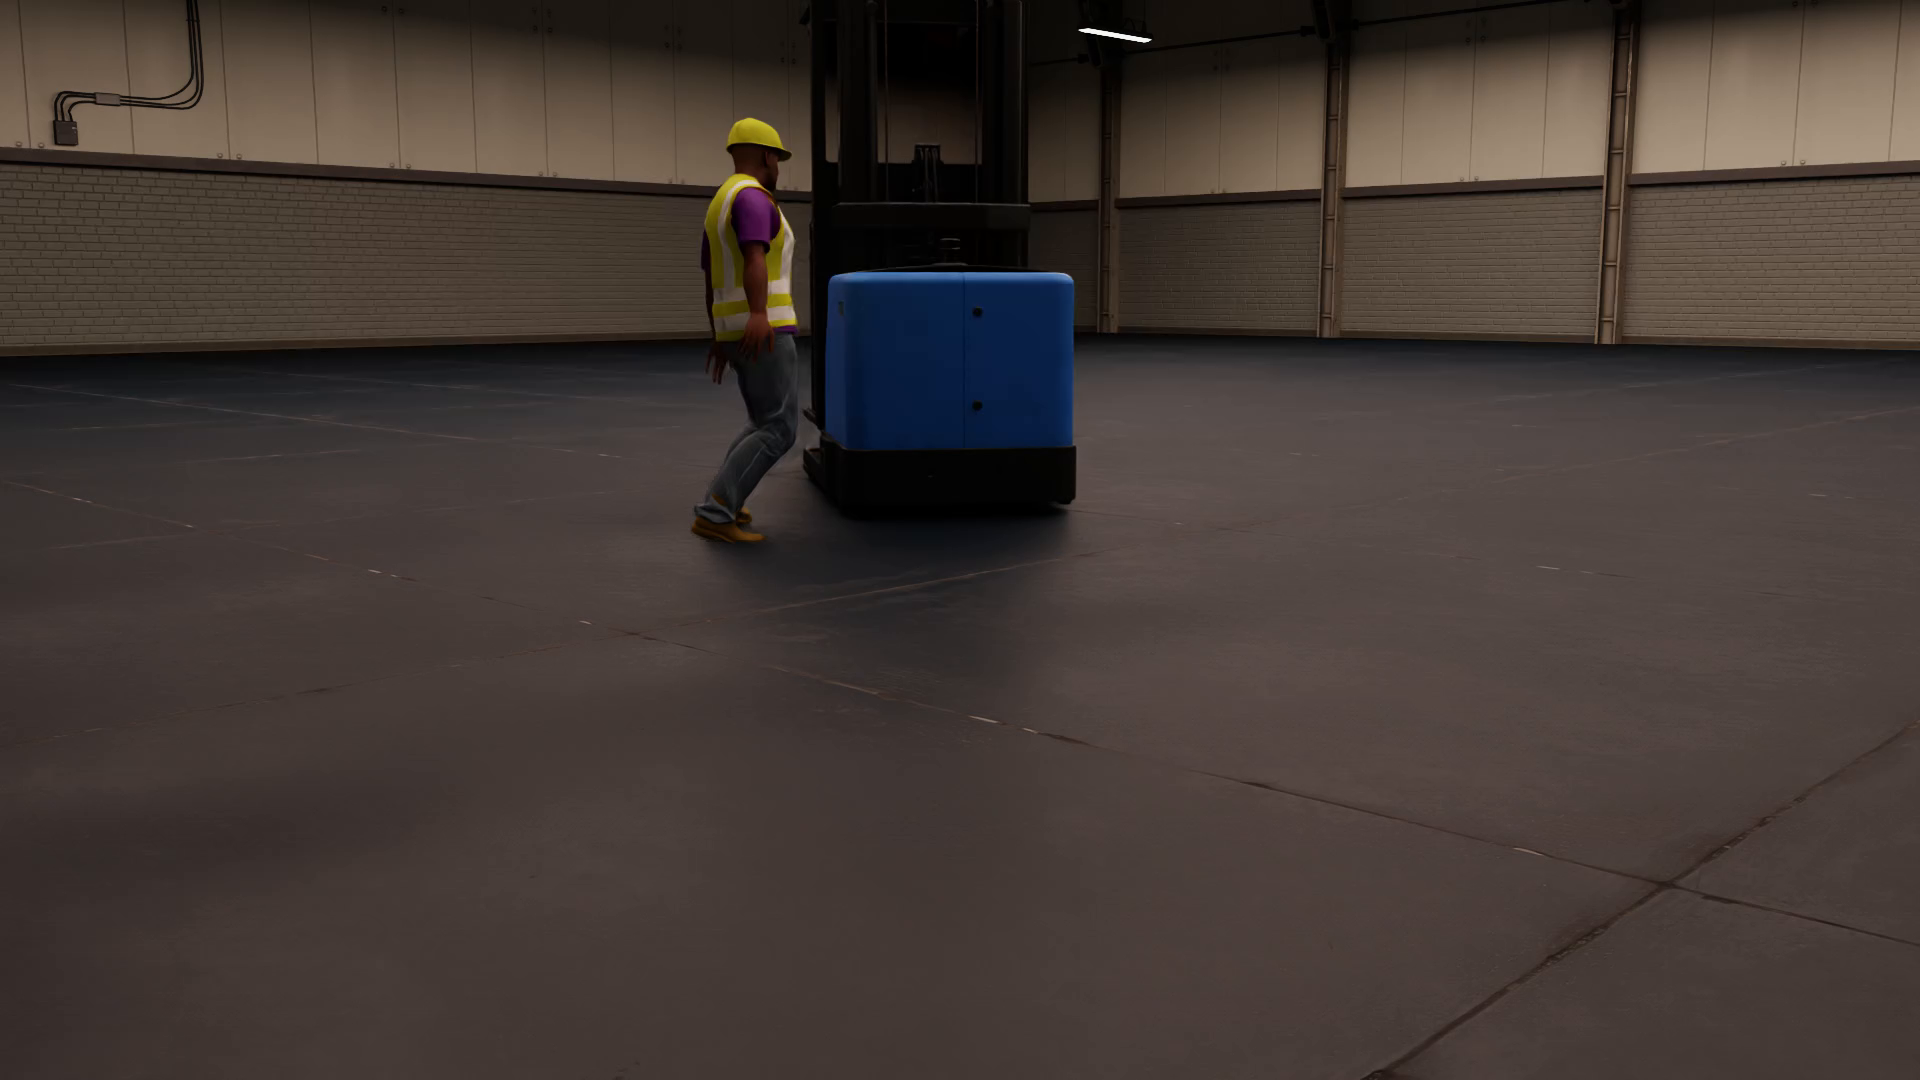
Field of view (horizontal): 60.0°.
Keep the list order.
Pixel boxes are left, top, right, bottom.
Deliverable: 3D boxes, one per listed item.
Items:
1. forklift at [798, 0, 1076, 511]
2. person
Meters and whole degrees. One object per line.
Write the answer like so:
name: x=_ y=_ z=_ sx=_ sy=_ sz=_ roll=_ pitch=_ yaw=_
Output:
forklift: x=-0.242 y=-1.762 z=8.578 sx=1.130 sy=2.935 sz=3.031 roll=-2 pitch=9 yaw=-10
person: x=-0.875 y=-0.839 z=6.719 sx=0.504 sy=1.720 sz=0.912 roll=-3 pitch=9 yaw=-19
